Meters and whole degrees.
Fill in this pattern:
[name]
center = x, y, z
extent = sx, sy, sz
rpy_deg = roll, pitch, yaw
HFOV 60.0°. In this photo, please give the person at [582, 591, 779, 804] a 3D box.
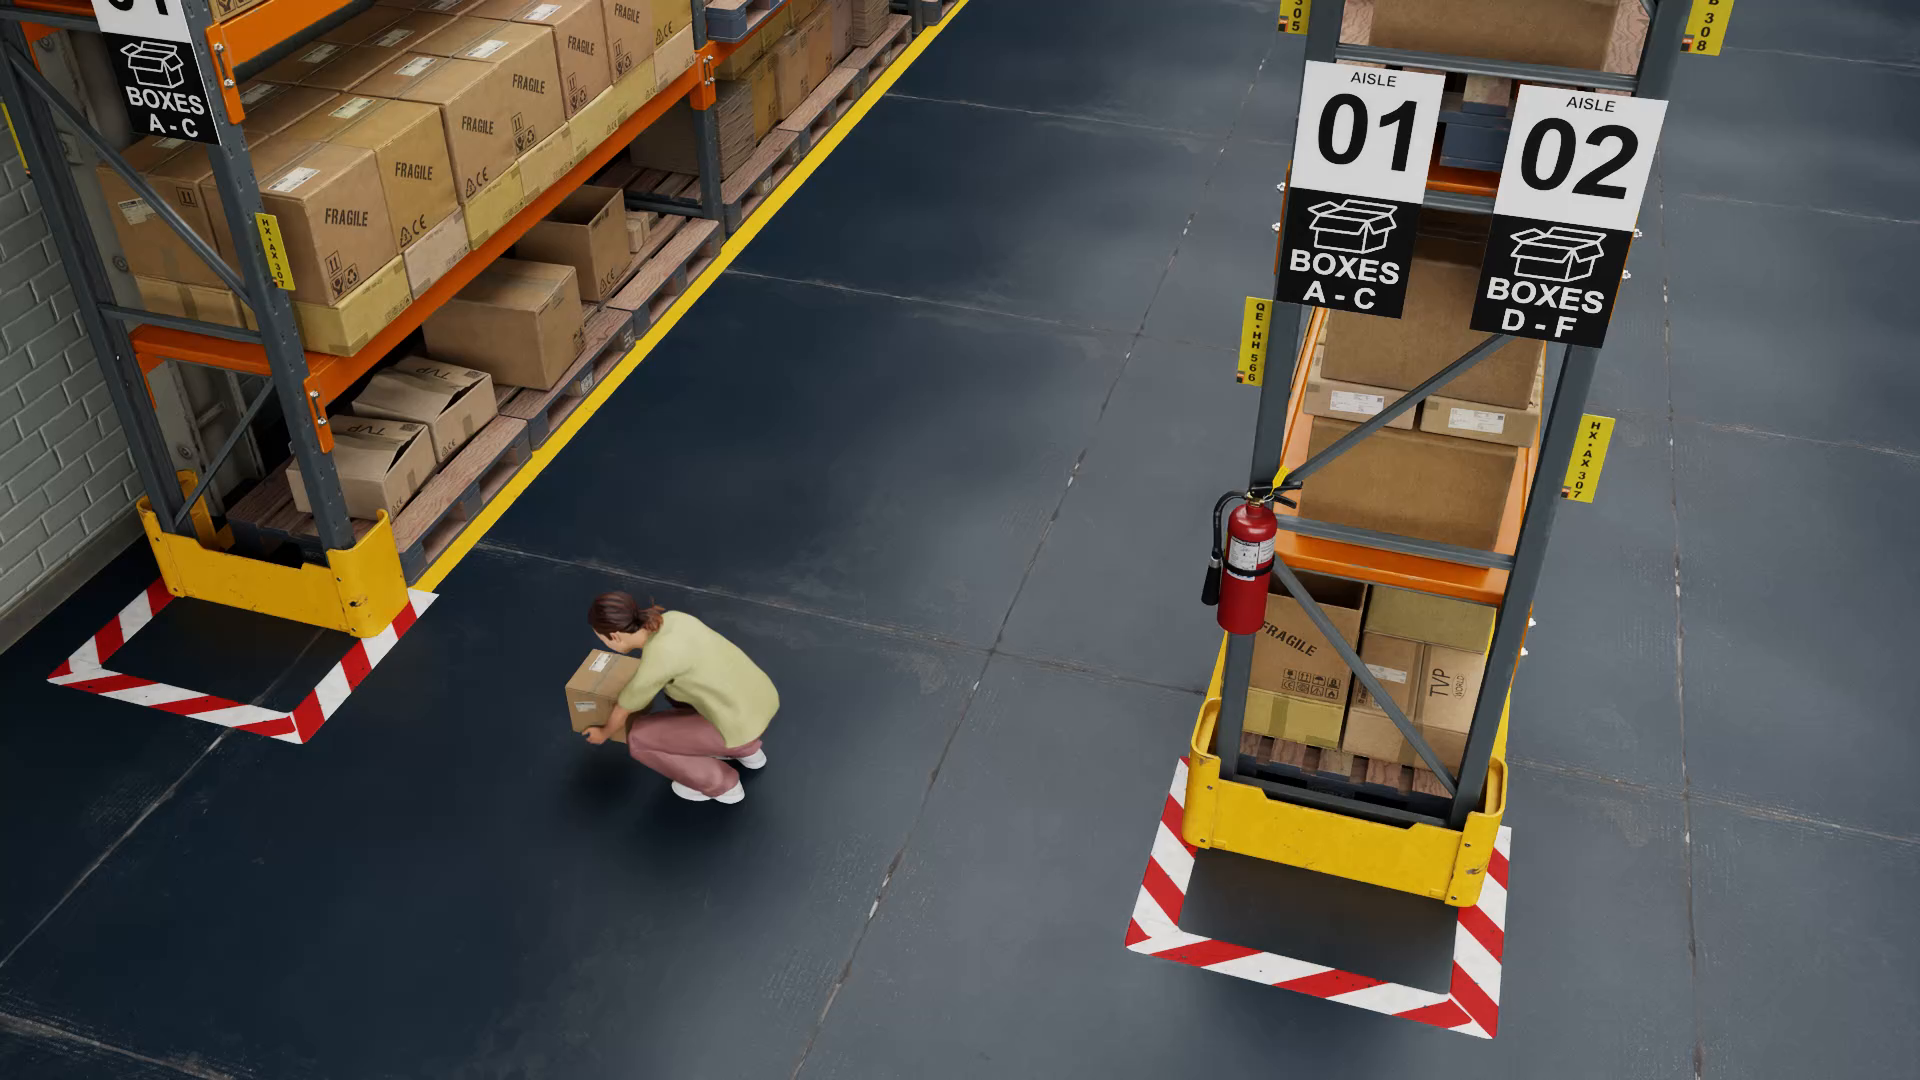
[person]
center = -1.139, 0.599, 6.723
extent = 0.800, 0.931, 0.485
rpy_deg = 11, 39, 14
